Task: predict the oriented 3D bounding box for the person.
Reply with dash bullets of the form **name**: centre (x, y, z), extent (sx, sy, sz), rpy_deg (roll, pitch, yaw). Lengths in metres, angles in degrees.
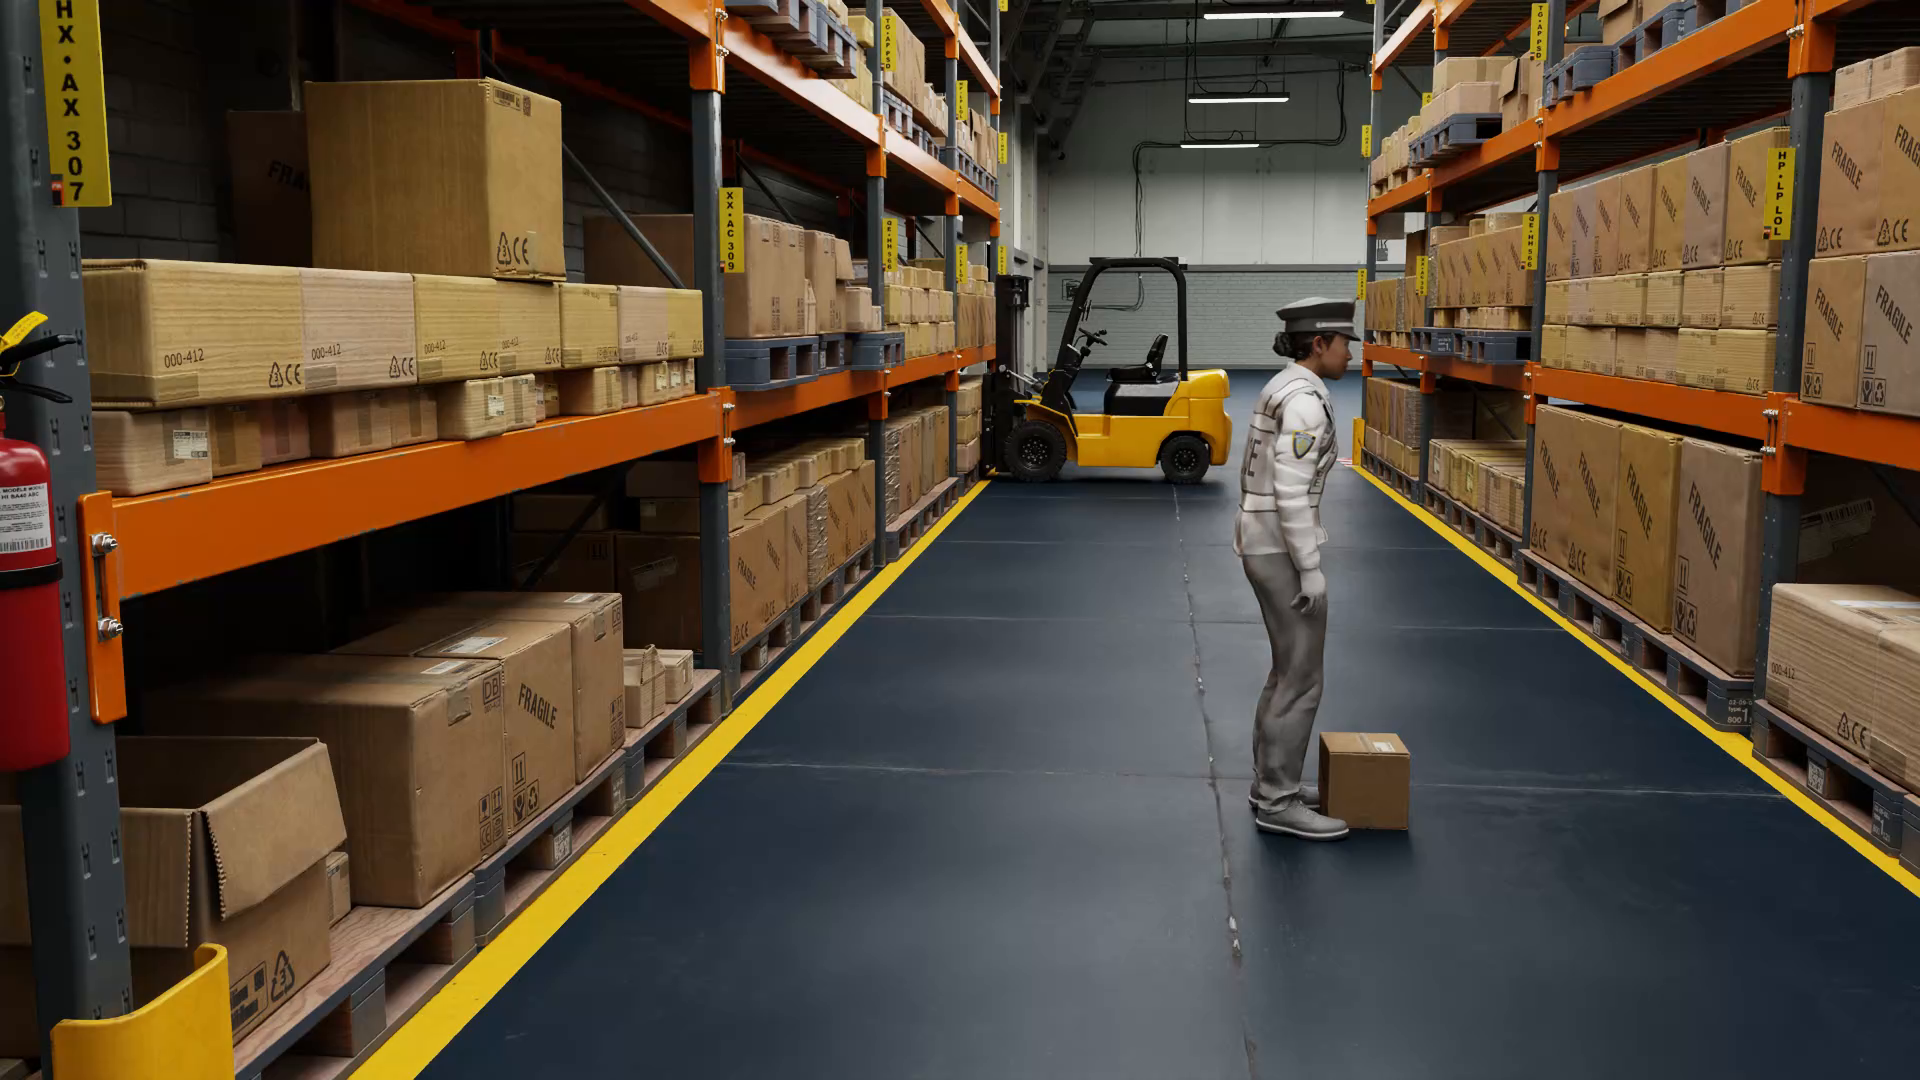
- **person**: centre (1.064, 0.075, 5.233), extent (0.358, 1.663, 0.449), rpy_deg (1, 8, 6)
